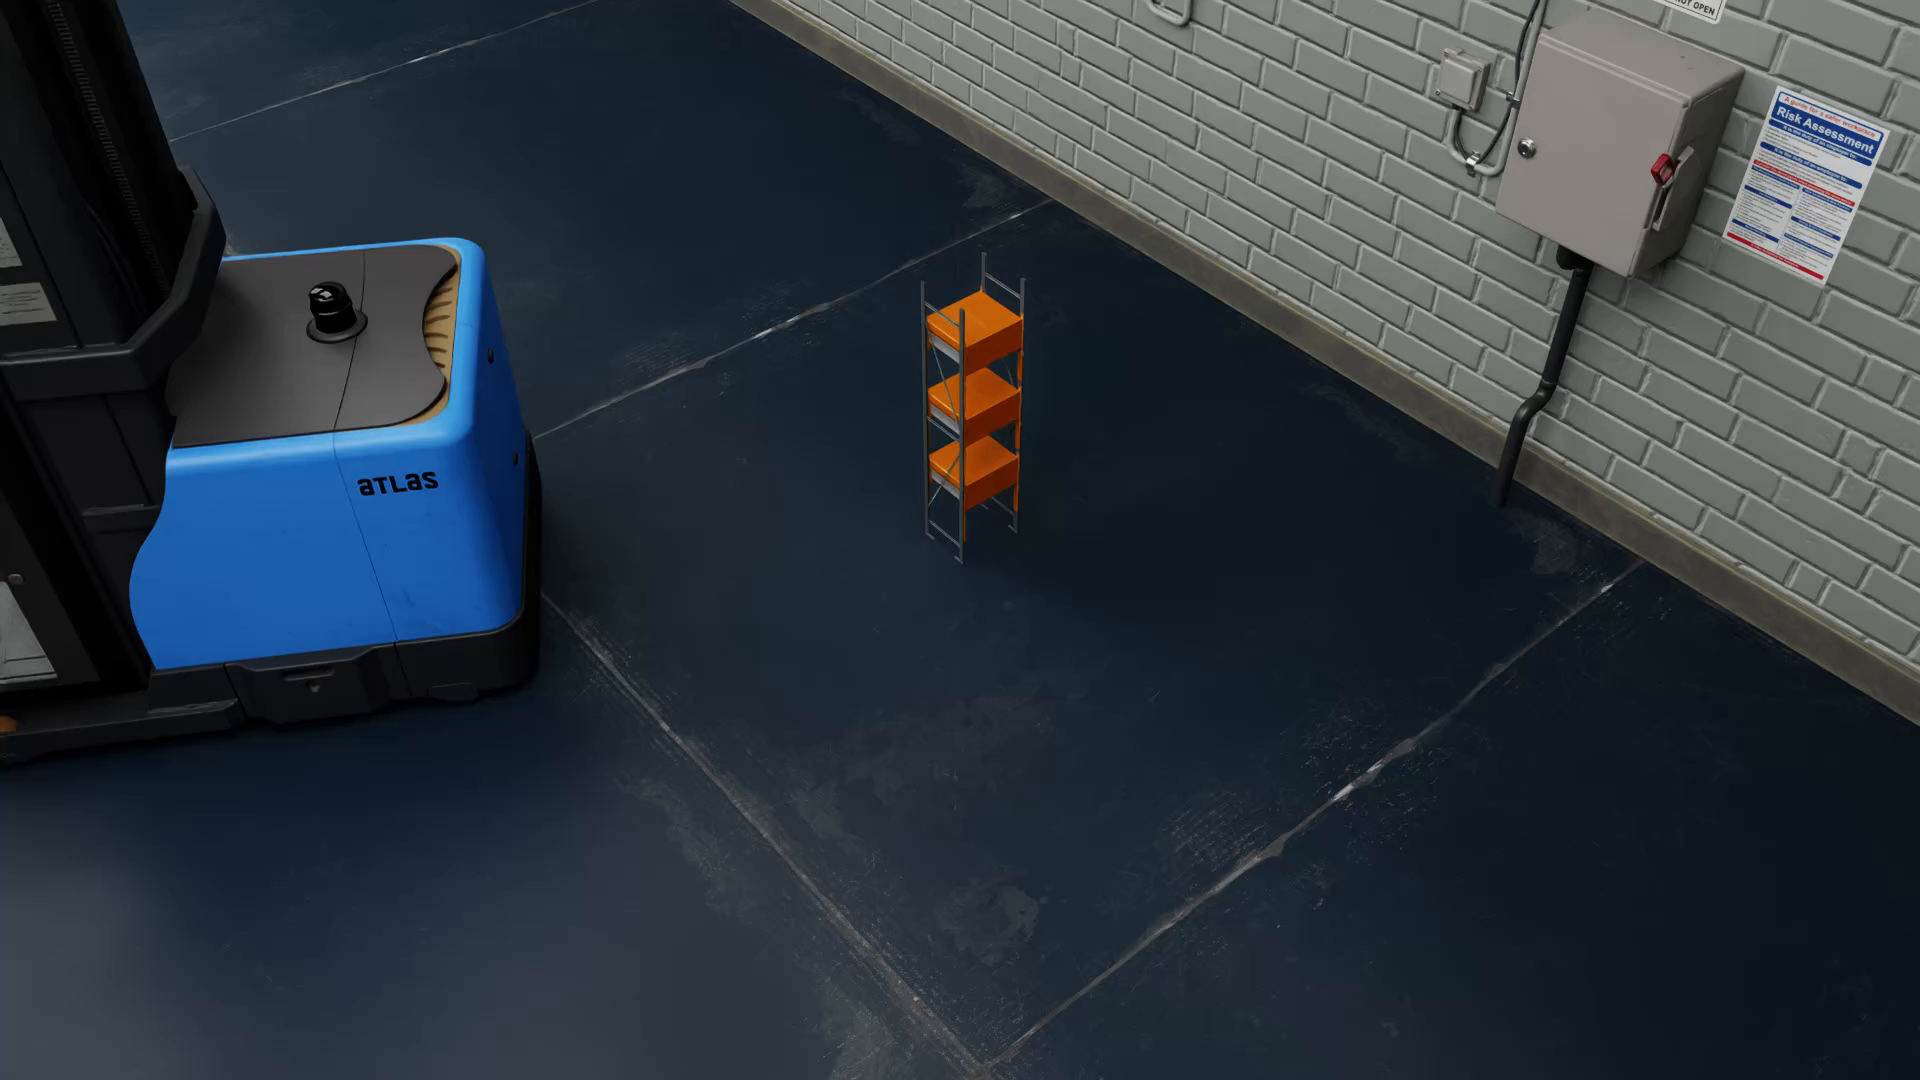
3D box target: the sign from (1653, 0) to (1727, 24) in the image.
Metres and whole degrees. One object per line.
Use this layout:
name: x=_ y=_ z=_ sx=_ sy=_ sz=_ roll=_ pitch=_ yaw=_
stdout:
sign: x=2.020 y=-1.620 z=4.681 sx=0.001 sy=0.242 sz=0.339 roll=-30 pitch=51 yaw=-28

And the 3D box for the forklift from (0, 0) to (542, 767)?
forklift: x=-2.895 y=-0.753 z=4.410 sx=3.031 sy=2.935 sz=1.130 roll=-7 pitch=44 yaw=-7

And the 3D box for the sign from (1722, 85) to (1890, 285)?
sign: x=2.373 y=-0.996 z=4.689 sx=0.001 sy=0.494 sz=0.329 roll=-30 pitch=51 yaw=-28

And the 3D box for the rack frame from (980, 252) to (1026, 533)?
rack frame: x=0.135 y=-0.460 z=5.473 sx=0.008 sy=1.050 sz=0.200 roll=-30 pitch=51 yaw=-28

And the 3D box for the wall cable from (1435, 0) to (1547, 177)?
wall cable: x=1.580 y=-1.997 z=4.943 sx=0.122 sy=1.984 sz=0.588 roll=-30 pitch=51 yaw=-28

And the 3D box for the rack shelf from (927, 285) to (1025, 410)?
rack shelf: x=0.041 y=-0.605 z=5.229 sx=0.240 sy=0.259 sz=0.215 roll=-30 pitch=51 yaw=-28

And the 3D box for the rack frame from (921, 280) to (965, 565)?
rack frame: x=-0.053 y=-0.353 z=5.359 sx=0.008 sy=1.050 sz=0.200 roll=-30 pitch=51 yaw=-28

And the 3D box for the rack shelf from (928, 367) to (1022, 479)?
rack shelf: x=0.041 y=-0.398 z=5.423 sx=0.240 sy=0.259 sz=0.215 roll=-30 pitch=51 yaw=-28

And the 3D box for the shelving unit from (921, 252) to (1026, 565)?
shelving unit: x=0.041 y=-0.406 z=5.416 sx=0.252 sy=1.050 sz=0.215 roll=-30 pitch=51 yaw=-28

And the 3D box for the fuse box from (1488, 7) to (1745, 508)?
fuse box: x=1.897 y=-0.729 z=5.277 sx=0.414 sy=1.711 sz=0.539 roll=-30 pitch=51 yaw=-28

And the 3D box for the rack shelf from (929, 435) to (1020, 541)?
rack shelf: x=0.041 y=-0.196 z=5.613 sx=0.240 sy=0.259 sz=0.215 roll=-30 pitch=51 yaw=-28

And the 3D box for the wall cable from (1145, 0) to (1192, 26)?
wall cable: x=0.661 y=-2.748 z=5.720 sx=0.123 sy=1.953 sz=0.585 roll=-30 pitch=51 yaw=-28
